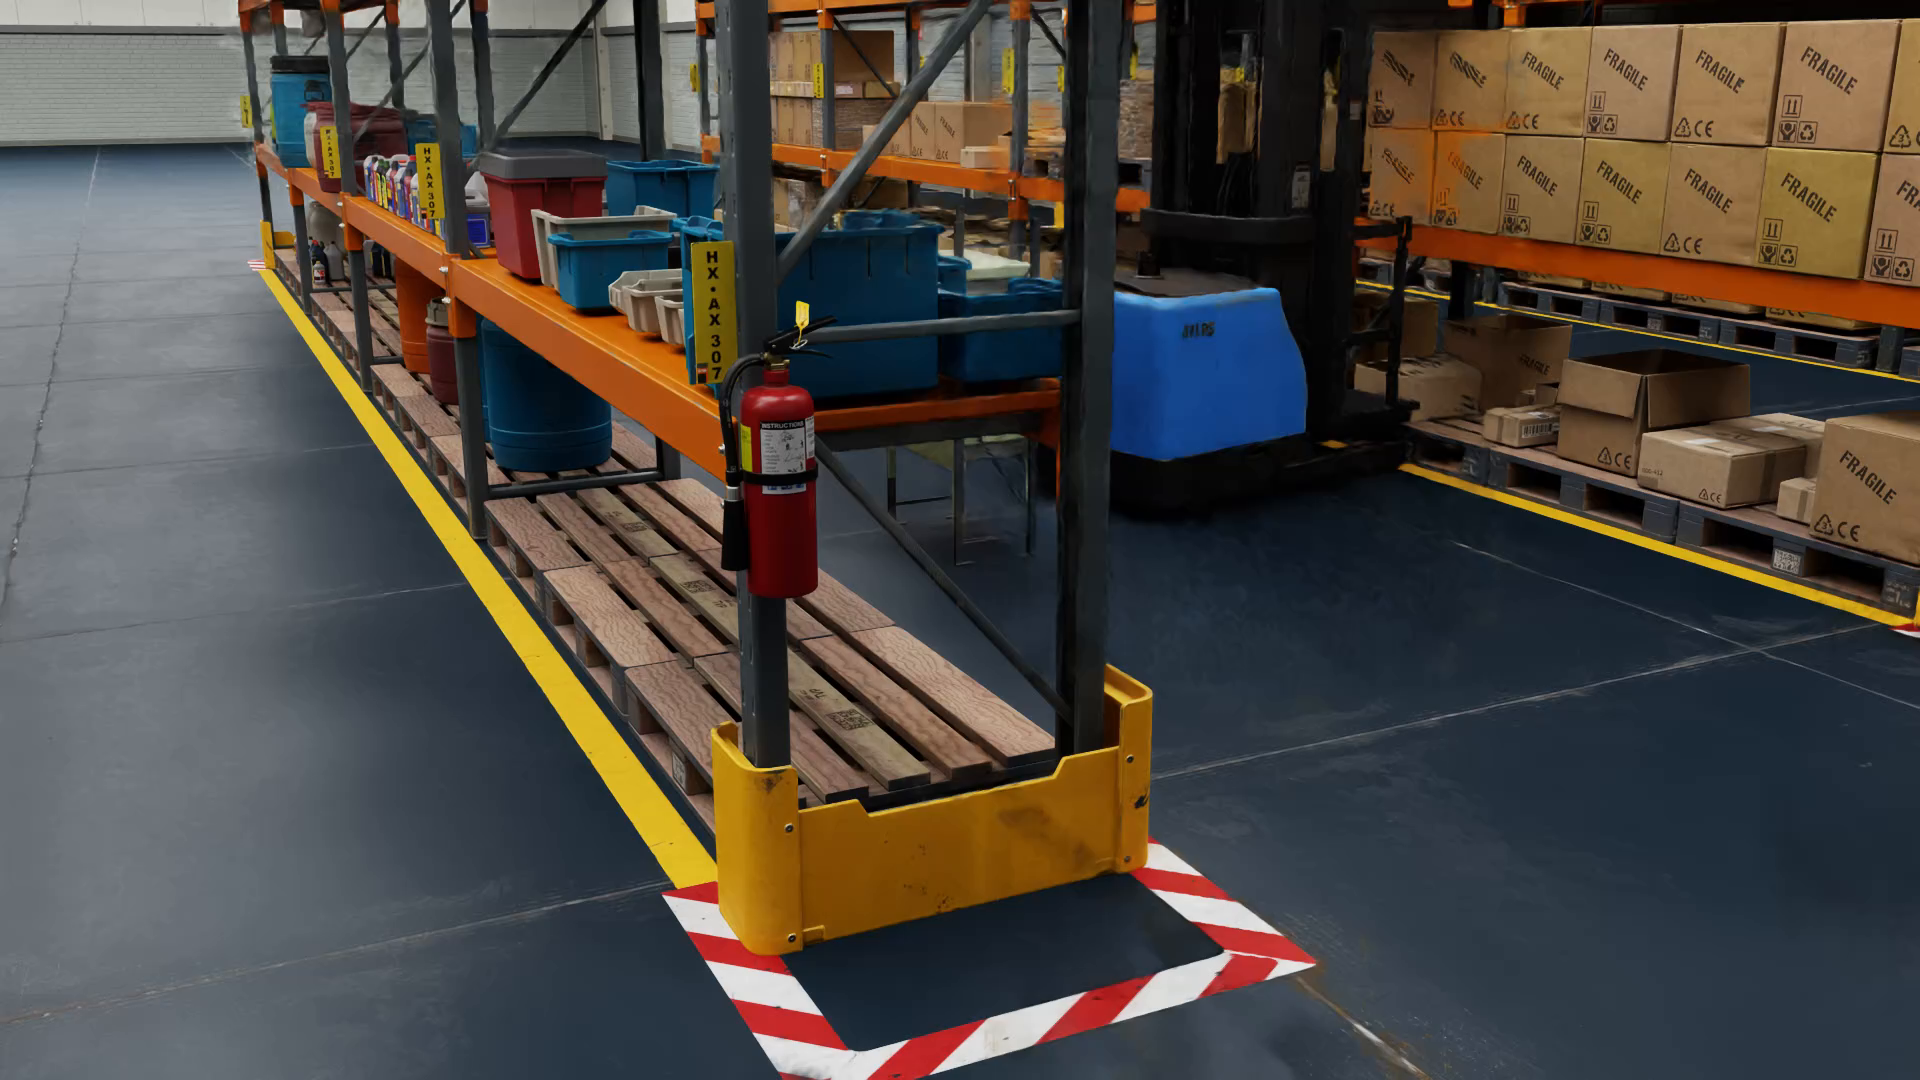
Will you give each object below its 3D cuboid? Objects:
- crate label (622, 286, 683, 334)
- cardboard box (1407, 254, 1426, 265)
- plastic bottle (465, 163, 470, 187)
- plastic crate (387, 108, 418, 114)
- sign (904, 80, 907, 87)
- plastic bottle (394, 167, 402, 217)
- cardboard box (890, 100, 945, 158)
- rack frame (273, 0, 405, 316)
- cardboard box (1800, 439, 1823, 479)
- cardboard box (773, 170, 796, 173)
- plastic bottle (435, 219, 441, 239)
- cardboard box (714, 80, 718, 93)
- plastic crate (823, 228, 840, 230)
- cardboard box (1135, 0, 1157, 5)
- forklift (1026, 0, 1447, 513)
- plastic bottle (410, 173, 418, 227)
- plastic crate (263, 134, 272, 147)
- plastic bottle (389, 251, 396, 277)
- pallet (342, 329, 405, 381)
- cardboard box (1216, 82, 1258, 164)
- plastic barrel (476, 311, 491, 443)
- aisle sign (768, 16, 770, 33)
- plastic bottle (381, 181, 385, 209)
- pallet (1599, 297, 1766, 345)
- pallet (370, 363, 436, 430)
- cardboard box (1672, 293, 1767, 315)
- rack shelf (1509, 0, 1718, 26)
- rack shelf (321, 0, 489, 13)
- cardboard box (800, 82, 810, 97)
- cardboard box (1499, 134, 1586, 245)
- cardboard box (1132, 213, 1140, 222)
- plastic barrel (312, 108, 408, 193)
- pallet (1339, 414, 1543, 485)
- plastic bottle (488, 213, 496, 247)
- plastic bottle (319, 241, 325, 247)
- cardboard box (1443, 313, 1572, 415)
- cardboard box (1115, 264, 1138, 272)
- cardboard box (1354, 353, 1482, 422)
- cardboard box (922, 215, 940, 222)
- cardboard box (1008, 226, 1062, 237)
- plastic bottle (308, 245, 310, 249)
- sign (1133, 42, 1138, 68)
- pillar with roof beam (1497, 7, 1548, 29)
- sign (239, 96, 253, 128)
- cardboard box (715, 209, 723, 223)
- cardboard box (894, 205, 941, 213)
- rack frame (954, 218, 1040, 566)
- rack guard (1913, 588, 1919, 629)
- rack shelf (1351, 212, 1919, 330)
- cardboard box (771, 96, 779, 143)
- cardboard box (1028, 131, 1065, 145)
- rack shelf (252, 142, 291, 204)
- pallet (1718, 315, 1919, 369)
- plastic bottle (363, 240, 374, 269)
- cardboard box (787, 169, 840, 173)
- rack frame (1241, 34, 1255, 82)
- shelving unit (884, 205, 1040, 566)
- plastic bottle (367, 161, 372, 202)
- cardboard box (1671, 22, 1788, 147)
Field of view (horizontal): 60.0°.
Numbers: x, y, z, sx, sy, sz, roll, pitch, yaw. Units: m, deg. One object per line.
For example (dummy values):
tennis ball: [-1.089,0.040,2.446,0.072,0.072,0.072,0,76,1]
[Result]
crate label: [-0.857,-0.739,5.257,0.396,0.136,0.243,-8,18,-25]
cardboard box: [4.839,-3.022,16.576,0.700,0.500,0.500,-8,18,-25]
plastic bottle: [-2.480,-1.736,8.453,0.144,0.351,0.185,-8,18,-25]
plastic crate: [-4.849,-3.440,14.183,0.402,0.464,0.583,-8,18,-25]
sign: [-0.931,-8.137,29.640,0.001,0.109,0.331,-8,18,-25]
plastic bottle: [-3.153,-1.974,9.424,0.097,0.271,0.097,0,16,0]
cardboard box: [-0.329,-3.815,15.425,0.500,0.500,0.500,-6,17,-21]
rack frame: [-5.336,-3.492,14.482,1.000,3.000,0.127,-8,18,-25]
cardboard box: [4.173,-0.297,7.536,0.500,0.250,0.500,-8,18,-25]
cardboard box: [-2.148,-3.916,18.824,0.500,0.500,0.500,-8,18,-25]
plastic bottle: [-2.528,-1.673,8.233,0.144,0.351,0.185,-8,18,-25]
cardboard box: [-2.656,-5.318,19.488,0.380,0.149,0.250,-8,18,-25]
plastic crate: [-0.599,-0.967,5.877,0.416,0.233,0.300,-8,18,-25]
cardboard box: [2.427,-6.672,19.905,0.500,0.500,0.500,-6,17,-21]
forklift: [1.810,-1.851,8.887,3.031,2.935,1.130,-13,20,-37]
plastic bottle: [-2.836,-1.814,8.859,0.152,0.276,0.135,-8,18,-25]
plastic crate: [-6.986,-4.096,17.066,0.298,0.136,0.250,-8,18,-25]
plastic bottle: [-5.248,-2.603,15.525,0.152,0.276,0.135,-7,17,-23]
pallet: [-3.888,-1.357,12.096,1.003,0.211,1.213,-8,18,-25]
cardboard box: [1.794,-2.787,11.081,0.700,0.500,0.500,-13,21,-39]
plastic barrel: [-2.365,-1.014,8.890,0.600,0.901,0.708,-8,18,-25]
aisle sign: [-2.399,-6.383,19.843,0.394,0.787,0.004,-8,18,-25]
plastic bottle: [-3.397,-2.079,9.916,0.097,0.201,0.097,0,16,0]
pallet: [6.130,-1.851,13.816,1.003,0.211,1.213,-8,18,-25]
pallet: [-3.201,-0.970,10.747,1.003,0.211,1.213,-8,18,-25]
cardboard box: [6.281,-2.240,13.253,0.750,0.750,0.750,-7,17,-23]
rack shelf: [6.198,-4.298,13.155,1.077,0.370,4.000,-8,18,-25]
rack shelf: [-2.707,-3.100,8.983,1.077,0.370,4.000,-8,18,-25]
cardboard box: [-1.417,-4.617,17.046,0.380,0.149,0.250,-8,18,-27]
cardboard box: [3.046,-1.744,8.209,0.500,0.500,0.500,-8,18,-25]
cardboard box: [2.566,-4.179,20.611,0.700,0.500,0.500,-9,18,-28]
plastic barrel: [-4.059,-2.644,11.280,0.600,0.536,0.708,-8,18,-25]
pallet: [2.923,-0.595,9.443,1.003,0.211,1.213,-8,18,-25]
plastic bottle: [-2.191,-1.491,7.870,0.097,0.201,0.097,0,16,0]
plastic bottle: [-6.075,-2.704,15.863,0.061,0.283,0.133,-8,18,-25]
cardboard box: [3.128,-1.009,9.563,0.500,0.500,0.500,-8,18,-25]
cardboard box: [1.263,-1.706,11.993,0.500,0.500,0.500,-8,18,-26]
cardboard box: [2.613,-0.895,9.508,0.500,0.311,0.500,-8,18,-25]
cardboard box: [-0.482,-2.854,15.465,0.500,0.311,0.500,-8,18,-27]
cardboard box: [0.668,-2.542,14.379,0.500,0.311,0.500,-8,18,-26]
plastic bottle: [-6.070,-2.606,15.520,0.061,0.283,0.133,-6,17,-21]
sign: [2.325,-6.452,22.123,0.100,0.325,0.005,-8,18,-25]
pillar with roof beam: [1.660,-6.488,14.045,9.100,9.000,0.400,-8,18,-25]
sign: [-7.585,-4.552,17.672,0.100,0.325,0.005,-8,18,-25]
cardboard box: [-2.599,-3.802,19.785,0.500,0.250,0.500,-8,18,-25]
cardboard box: [-0.447,-3.174,16.579,0.500,0.311,0.500,-8,18,-25]
rack frame: [0.157,-0.632,7.233,0.400,1.500,0.023,-8,18,-25]
rack guard: [4.342,0.068,6.606,1.175,0.500,0.348,-8,18,-25]
rack shelf: [3.499,-1.264,8.023,1.077,0.370,4.000,-8,18,-25]
cardboard box: [-1.760,-4.629,18.262,0.700,0.500,0.500,-7,17,-23]
cardboard box: [0.751,-3.151,13.453,0.500,0.311,0.500,-6,17,-21]
rack shelf: [-6.212,-3.642,16.309,1.077,0.370,4.000,-8,18,-25]
pallet: [6.669,-1.548,12.761,1.003,0.211,1.213,-8,18,-25]
plastic bottle: [-5.708,-2.773,16.115,0.152,0.276,0.135,-8,18,-25]
cardboard box: [-1.680,-3.979,19.043,0.500,0.500,0.500,-8,18,-25]
rack frame: [3.570,-4.689,18.654,1.000,3.000,0.127,-8,18,-25]
shelving unit: [-0.003,-0.723,7.550,0.431,1.500,0.755,-8,18,-25]
plastic bottle: [-3.658,-2.260,10.422,0.097,0.271,0.097,0,16,0]
cardboard box: [3.480,-1.973,7.195,0.500,0.500,0.500,-7,17,-23]
